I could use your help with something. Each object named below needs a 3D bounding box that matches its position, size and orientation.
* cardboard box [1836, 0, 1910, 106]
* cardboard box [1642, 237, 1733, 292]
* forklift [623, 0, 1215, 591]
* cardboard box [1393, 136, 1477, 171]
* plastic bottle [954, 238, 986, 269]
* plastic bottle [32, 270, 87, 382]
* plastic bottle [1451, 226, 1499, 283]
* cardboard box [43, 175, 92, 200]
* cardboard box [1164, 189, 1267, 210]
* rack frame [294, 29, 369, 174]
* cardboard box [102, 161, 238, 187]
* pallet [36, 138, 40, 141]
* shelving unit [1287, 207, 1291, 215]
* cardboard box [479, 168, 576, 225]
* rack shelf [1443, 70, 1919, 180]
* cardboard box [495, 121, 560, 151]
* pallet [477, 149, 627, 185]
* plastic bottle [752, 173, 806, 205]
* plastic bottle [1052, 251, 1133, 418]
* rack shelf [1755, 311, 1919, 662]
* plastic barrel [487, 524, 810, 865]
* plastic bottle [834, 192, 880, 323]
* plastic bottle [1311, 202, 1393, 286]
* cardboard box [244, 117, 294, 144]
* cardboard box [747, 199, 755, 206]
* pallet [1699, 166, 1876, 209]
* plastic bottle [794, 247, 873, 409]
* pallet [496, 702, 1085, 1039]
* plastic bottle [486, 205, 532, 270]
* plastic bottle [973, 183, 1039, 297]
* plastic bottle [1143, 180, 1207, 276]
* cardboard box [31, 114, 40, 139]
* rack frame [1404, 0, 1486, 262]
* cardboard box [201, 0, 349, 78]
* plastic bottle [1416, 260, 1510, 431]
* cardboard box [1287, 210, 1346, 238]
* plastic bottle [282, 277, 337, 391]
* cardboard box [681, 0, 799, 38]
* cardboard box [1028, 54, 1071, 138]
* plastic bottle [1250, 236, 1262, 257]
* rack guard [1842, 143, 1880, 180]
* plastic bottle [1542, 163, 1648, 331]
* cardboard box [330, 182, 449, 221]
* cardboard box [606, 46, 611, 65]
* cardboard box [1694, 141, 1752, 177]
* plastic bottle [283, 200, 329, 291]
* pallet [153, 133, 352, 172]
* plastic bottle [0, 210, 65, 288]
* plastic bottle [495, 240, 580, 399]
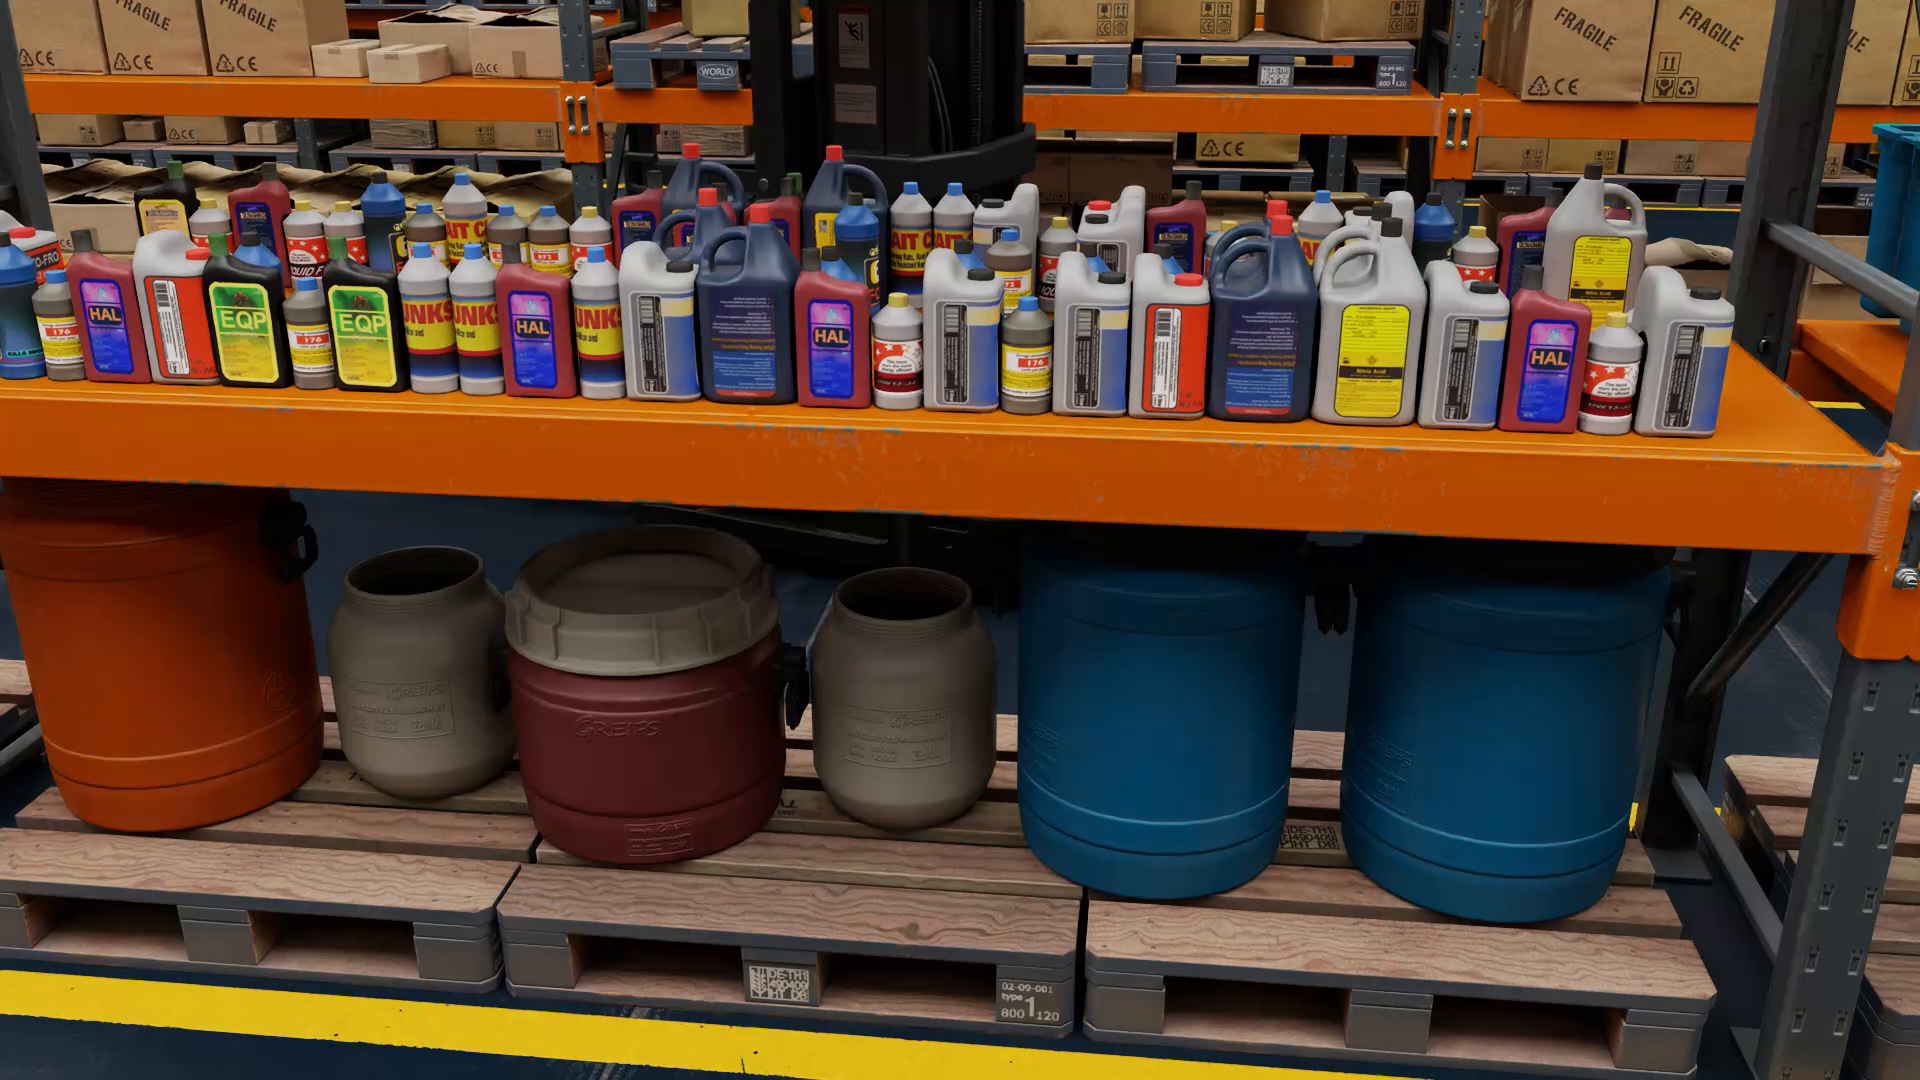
[{"bbox_3d":[3.732,-2.178,7.232,0.500,0.500,0.500,2,22,6],"label":"cardboard box"},{"bbox_3d":[3.596,-1.297,8.199,0.500,0.311,0.500,2,22,6],"label":"cardboard box"},{"bbox_3d":[-0.592,-1.483,5.704,3.031,2.935,1.130,10,24,24],"label":"forklift"},{"bbox_3d":[3.562,-3.068,12.449,0.500,0.500,0.700,3,22,7],"label":"cardboard box"},{"bbox_3d":[0.005,-0.427,3.115,0.097,0.271,0.097,0,22,0],"label":"plastic bottle"},{"bbox_3d":[-1.706,-0.412,3.174,0.097,0.201,0.097,0,22,0],"label":"plastic bottle"},{"bbox_3d":[1.102,-0.571,3.575,0.097,0.201,0.097,0,22,0],"label":"plastic bottle"},{"bbox_3d":[-4.815,-1.687,8.534,0.500,0.311,0.500,2,22,6],"label":"cardboard box"},{"bbox_3d":[1.269,-1.467,8.373,0.500,0.500,0.500,3,22,7],"label":"cardboard box"},{"bbox_3d":[-5.113,-4.451,13.118,0.127,3.000,1.000,2,22,6],"label":"rack frame"},{"bbox_3d":[-4.244,-1.864,8.981,0.500,0.311,0.500,2,22,6],"label":"cardboard box"},{"bbox_3d":[-8.207,-3.276,13.939,1.213,0.211,1.003,2,22,6],"label":"pallet"},{"bbox_3d":[1.022,-0.466,5.464,0.189,1.200,0.258,15,25,13],"label":"shelving unit"},{"bbox_3d":[-2.206,-1.776,8.759,0.500,0.311,0.500,3,22,8],"label":"cardboard box"},{"bbox_3d":[4.238,-1.875,7.581,4.000,0.370,1.077,2,22,6],"label":"rack shelf"},{"bbox_3d":[-3.359,-3.427,13.329,0.500,0.500,0.700,3,22,7],"label":"cardboard box"},{"bbox_3d":[-3.125,-3.069,13.416,1.213,0.211,1.003,2,22,6],"label":"pallet"},{"bbox_3d":[-0.404,-0.682,3.743,0.133,0.283,0.061,2,22,6],"label":"plastic bottle"},{"bbox_3d":[0.239,-0.373,2.971,0.135,0.276,0.152,2,22,6],"label":"plastic bottle"},{"bbox_3d":[3.652,-0.067,3.007,4.000,0.370,1.077,2,22,6],"label":"rack shelf"},{"bbox_3d":[-0.697,0.329,3.736,0.708,0.588,0.600,2,22,6],"label":"plastic barrel"},{"bbox_3d":[-0.221,-0.608,3.573,0.097,0.271,0.097,0,22,0],"label":"plastic bottle"},{"bbox_3d":[0.731,-0.438,3.034,0.185,0.351,0.144,2,22,6],"label":"plastic bottle"},{"bbox_3d":[-5.648,-3.350,13.589,0.250,0.166,0.380,0,22,-1],"label":"cardboard box"},{"bbox_3d":[-1.302,-1.387,8.170,0.500,0.500,0.500,3,22,9],"label":"cardboard box"},{"bbox_3d":[6.000,-2.641,12.333,1.213,0.211,1.003,2,22,6],"label":"pallet"},{"bbox_3d":[-0.227,-0.379,2.978,0.133,0.283,0.061,2,22,6],"label":"plastic bottle"},{"bbox_3d":[-0.311,0.709,3.861,1.213,0.211,1.003,2,22,6],"label":"pallet"},{"bbox_3d":[-1.030,-0.664,3.810,0.097,0.201,0.097,0,22,0],"label":"plastic bottle"},{"bbox_3d":[0.101,-0.639,3.646,0.135,0.276,0.152,2,22,6],"label":"plastic bottle"},{"bbox_3d":[0.470,-0.644,3.647,0.133,0.283,0.061,2,22,6],"label":"plastic bottle"},{"bbox_3d":[-7.843,-3.491,13.748,0.500,0.311,0.500,4,22,11],"label":"cardboard box"},{"bbox_3d":[2.252,-2.296,7.668,0.127,3.000,1.000,2,22,6],"label":"rack frame"},{"bbox_3d":[-3.388,-2.582,8.256,0.500,0.500,0.500,1,22,3],"label":"cardboard box"},{"bbox_3d":[0.873,-0.345,2.901,0.135,0.276,0.152,2,22,6],"label":"plastic bottle"},{"bbox_3d":[1.728,-1.255,7.836,0.500,0.500,0.500,2,22,6],"label":"cardboard box"},{"bbox_3d":[-1.211,-0.391,3.119,0.097,0.201,0.097,0,22,0],"label":"plastic bottle"},{"bbox_3d":[-1.081,-2.725,8.045,0.500,0.500,0.700,-5,22,-12],"label":"cardboard box"},{"bbox_3d":[0.443,-3.354,12.695,0.750,0.750,0.750,2,22,6],"label":"cardboard box"},{"bbox_3d":[0.679,-0.590,3.621,0.097,0.201,0.097,0,22,0],"label":"plastic bottle"},{"bbox_3d":[6.827,-2.768,12.262,0.348,0.500,1.175,2,22,6],"label":"rack guard"},{"bbox_3d":[1.314,-0.600,3.445,0.185,0.351,0.144,2,22,6],"label":"plastic bottle"},{"bbox_3d":[-2.786,-1.599,8.311,0.500,0.311,0.500,2,22,5],"label":"cardboard box"},{"bbox_3d":[-2.932,-3.749,13.124,0.500,0.250,0.500,2,22,6],"label":"cardboard box"},{"bbox_3d":[5.600,-2.980,12.226,0.500,0.500,0.700,2,22,6],"label":"cardboard box"},{"bbox_3d":[-1.513,-0.685,3.863,0.097,0.201,0.097,0,22,0],"label":"plastic bottle"},{"bbox_3d":[-5.784,-3.170,13.672,1.213,0.211,1.003,2,22,6],"label":"pallet"},{"bbox_3d":[-1.897,-0.522,3.349,0.135,0.276,0.152,2,22,6],"label":"plastic bottle"},{"bbox_3d":[-0.773,-0.403,3.038,0.133,0.283,0.061,2,22,6],"label":"plastic bottle"}]
